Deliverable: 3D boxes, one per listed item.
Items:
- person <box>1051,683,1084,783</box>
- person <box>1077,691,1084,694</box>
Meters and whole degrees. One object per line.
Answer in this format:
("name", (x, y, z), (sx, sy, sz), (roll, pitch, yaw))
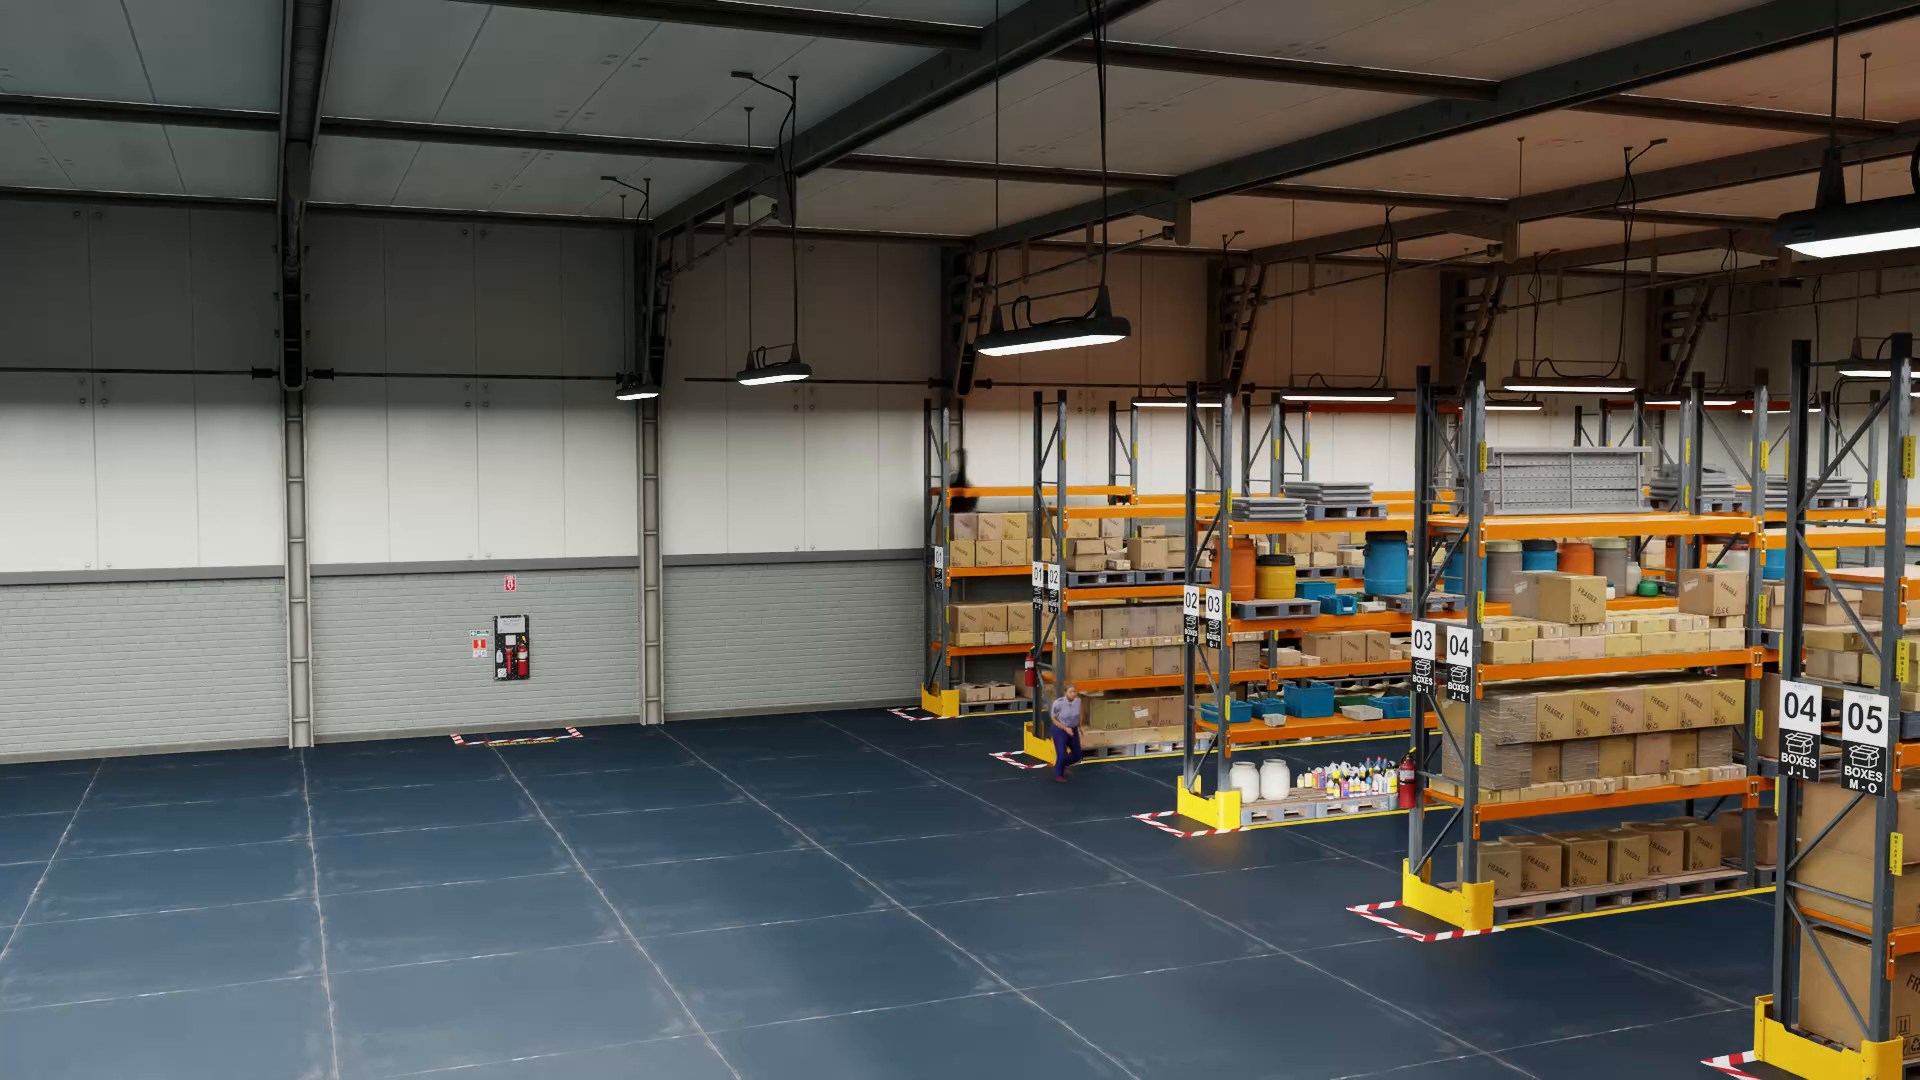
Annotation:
("person", (1.586, 2.912, 25.201), (0.579, 1.543, 0.729), (-2, 4, -26))
("person", (2.019, 2.534, 29.811), (0.608, 1.745, 0.824), (-1, 4, -19))
